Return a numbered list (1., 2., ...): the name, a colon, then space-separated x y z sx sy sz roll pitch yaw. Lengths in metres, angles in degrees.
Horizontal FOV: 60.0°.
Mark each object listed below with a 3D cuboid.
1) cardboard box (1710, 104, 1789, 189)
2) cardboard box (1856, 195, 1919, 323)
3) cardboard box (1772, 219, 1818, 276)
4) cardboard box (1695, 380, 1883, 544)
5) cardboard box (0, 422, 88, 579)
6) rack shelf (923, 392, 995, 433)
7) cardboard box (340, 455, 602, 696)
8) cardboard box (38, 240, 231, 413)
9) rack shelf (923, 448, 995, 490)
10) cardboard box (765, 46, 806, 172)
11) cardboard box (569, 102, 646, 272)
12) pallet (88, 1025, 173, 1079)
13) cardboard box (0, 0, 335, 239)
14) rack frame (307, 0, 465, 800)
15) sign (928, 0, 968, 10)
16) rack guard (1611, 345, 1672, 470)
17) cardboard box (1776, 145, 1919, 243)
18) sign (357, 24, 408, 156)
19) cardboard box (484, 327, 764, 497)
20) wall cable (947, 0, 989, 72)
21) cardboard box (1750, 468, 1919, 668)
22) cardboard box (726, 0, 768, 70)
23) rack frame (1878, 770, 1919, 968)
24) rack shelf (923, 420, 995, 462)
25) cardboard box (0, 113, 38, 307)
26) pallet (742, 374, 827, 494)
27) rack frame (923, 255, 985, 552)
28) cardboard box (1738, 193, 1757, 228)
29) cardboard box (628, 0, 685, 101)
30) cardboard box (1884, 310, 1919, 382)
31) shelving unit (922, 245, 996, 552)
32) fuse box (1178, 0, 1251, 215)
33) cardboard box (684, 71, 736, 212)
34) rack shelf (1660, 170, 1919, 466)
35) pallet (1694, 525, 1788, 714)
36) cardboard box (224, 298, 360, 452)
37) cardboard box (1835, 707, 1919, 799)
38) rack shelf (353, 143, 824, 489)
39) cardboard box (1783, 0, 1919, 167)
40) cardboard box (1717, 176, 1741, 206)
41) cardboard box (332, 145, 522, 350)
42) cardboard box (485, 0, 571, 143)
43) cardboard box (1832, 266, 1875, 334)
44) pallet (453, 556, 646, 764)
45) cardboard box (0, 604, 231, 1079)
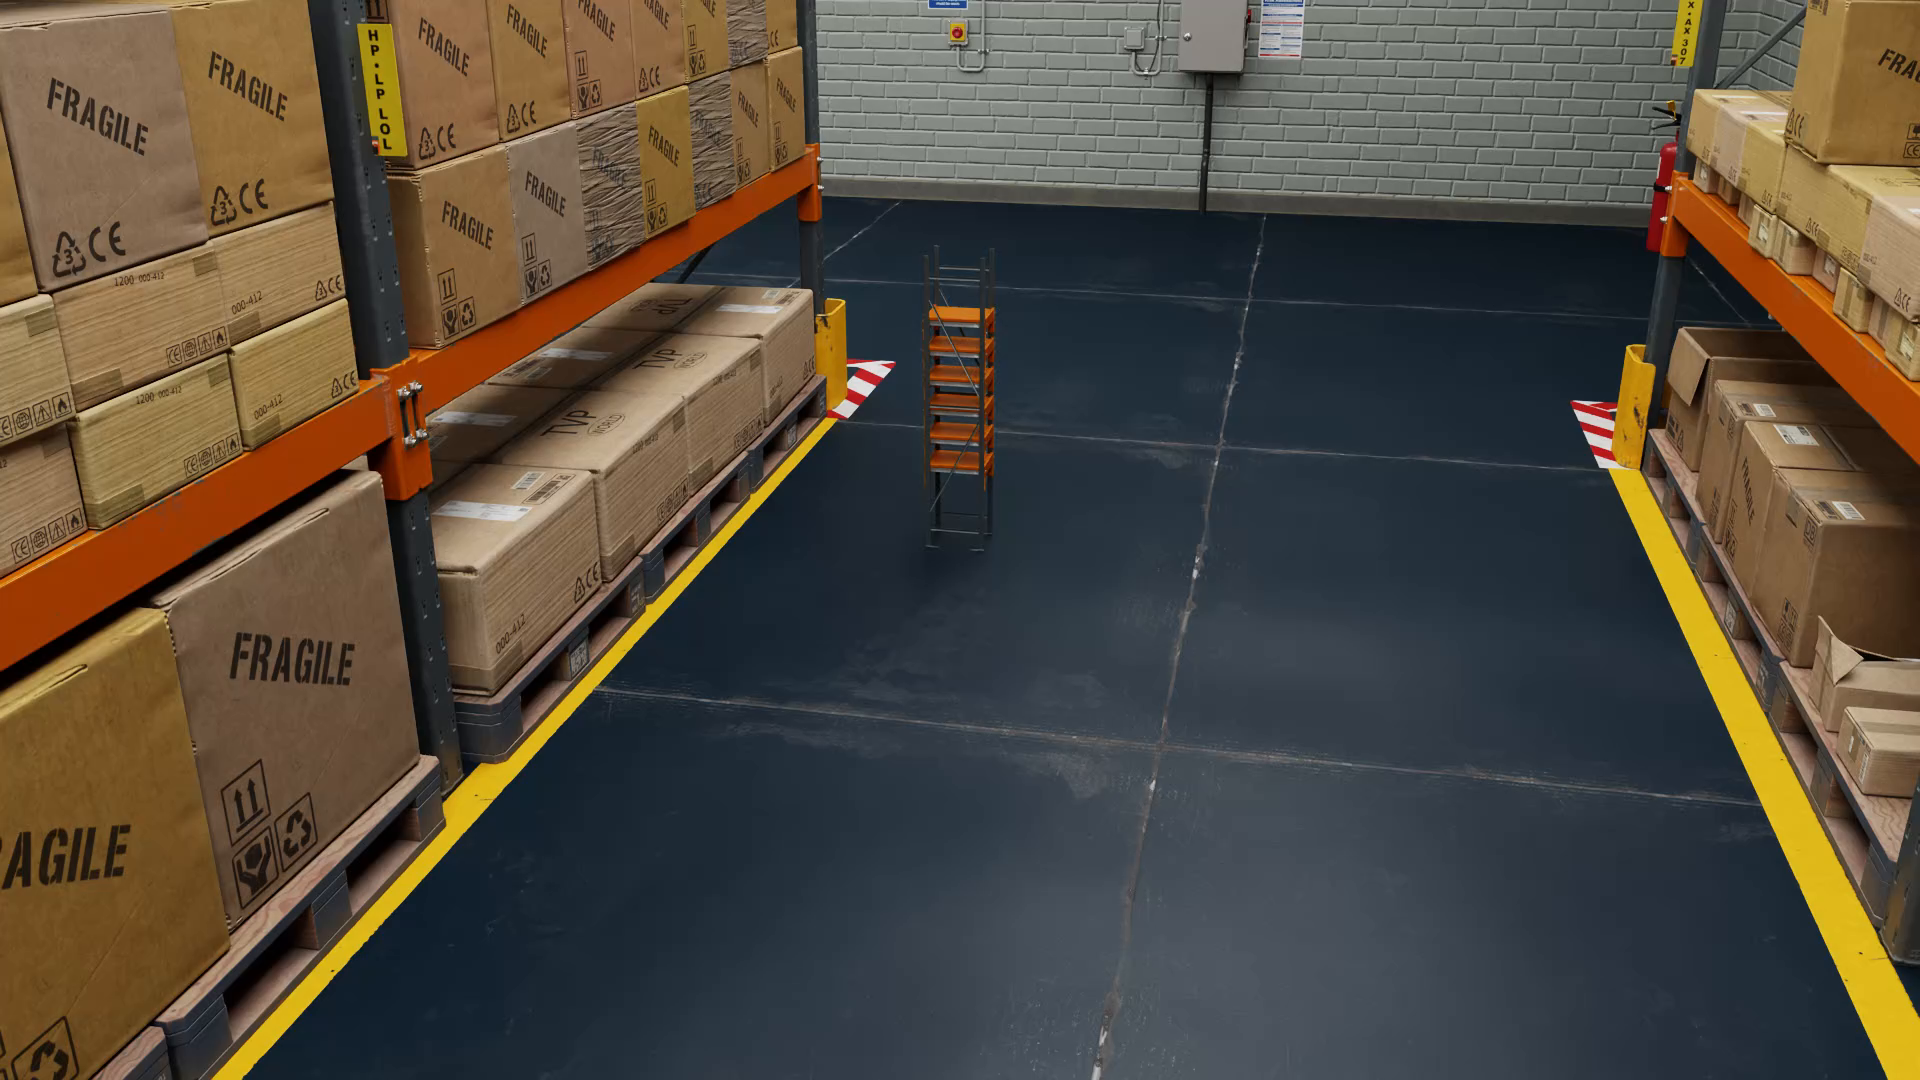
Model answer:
1. cardboard box: 3.210 -1.506 6.380 0.500 0.250 0.500 5 22 11
2. cardboard box: 2.806 -0.762 4.533 0.500 0.250 0.500 5 22 11
3. cardboard box: 2.988 -0.986 5.623 0.380 0.149 0.250 5 22 12
4. cardboard box: 3.239 -0.276 6.308 0.700 0.500 0.500 5 23 13
5. cardboard box: -2.078 -0.059 3.186 0.500 0.250 0.500 4 22 9
6. rack shelf: -0.003 -0.510 6.633 0.258 0.103 0.180 4 22 11
7. cardboard box: -1.774 0.091 5.480 0.875 0.438 0.875 4 22 10
8. cardboard box: -1.954 -0.480 3.563 0.500 0.250 0.500 5 22 12
9. rack shelf: -0.003 -0.287 6.723 0.258 0.103 0.180 4 22 11
10. cardboard box: -1.030 -1.994 7.656 0.500 0.500 0.500 5 22 11
11. cardboard box: -1.440 -1.244 5.795 0.500 0.500 0.500 5 22 11
12. pallet: -2.337 1.348 3.225 1.003 0.211 1.213 4 22 11
13. cardboard box: -1.852 -1.009 3.871 0.500 0.500 0.500 5 23 13
14. rack frame: -2.007 -0.681 4.530 1.000 3.000 0.127 4 22 11
15. sign: -0.098 -4.360 13.301 0.327 0.218 0.001 4 22 11
16. rack guard: 3.654 -0.580 7.624 1.175 0.500 0.348 4 22 11
17. cardboard box: 3.027 -1.131 5.450 0.500 0.250 0.500 4 22 10
18. sign: -1.474 -1.144 4.235 0.100 0.325 0.005 4 22 11
19. cardboard box: -1.406 -0.566 7.112 0.875 0.438 0.875 5 22 12
20. wall cable: -0.063 -4.694 13.092 0.585 1.953 0.123 4 22 11
21. cardboard box: 3.027 0.103 5.366 0.700 0.500 0.500 4 22 9
22. cardboard box: -1.134 -2.267 6.994 0.500 0.500 0.500 5 22 11
23. rack frame: 2.853 -0.304 3.594 1.000 3.000 0.127 4 22 11
24. rack shelf: -0.003 -0.399 6.678 0.258 0.103 0.180 4 22 11
25. cardboard box: -2.073 -0.635 2.943 0.500 0.500 0.500 5 23 13
26. pallet: -1.277 -0.552 7.942 1.003 0.211 1.213 4 22 11
27. rack frame: -0.022 -0.518 6.533 0.240 1.200 0.006 4 22 11
28. cardboard box: 3.196 -1.268 6.324 0.380 0.149 0.250 5 23 13
29. cardboard box: -1.342 -1.902 6.089 0.500 0.500 0.500 4 22 11
30. cardboard box: 2.732 -0.517 4.459 0.380 0.149 0.250 5 22 12
31. shelving unit: -0.003 -0.551 6.616 0.258 1.200 0.189 4 22 11
32. fuse box: 1.964 -3.397 12.998 0.539 1.711 0.414 4 22 11
33. cardboard box: -1.242 -1.623 6.734 0.500 0.500 0.500 5 22 12
34. rack shelf: 3.261 -0.702 5.544 1.077 0.370 4.000 4 22 11
35. pallet: 3.241 0.291 5.850 1.003 0.211 1.213 4 22 11
36. cardboard box: -1.852 -0.428 4.103 0.500 0.250 0.500 4 22 10
37. cardboard box: 2.679 0.597 4.610 0.380 0.149 0.250 4 22 9
38. rack shelf: -1.599 -1.079 6.481 1.077 0.370 4.000 4 22 11
39. cardboard box: 3.007 -1.489 5.335 0.500 0.500 0.500 5 22 12
40. cardboard box: 3.327 -1.455 6.787 0.380 0.149 0.250 5 22 12
41. cardboard box: -1.655 -0.879 4.888 0.500 0.500 0.500 5 23 13
42. cardboard box: -1.563 -1.531 5.169 0.500 0.500 0.500 4 22 10
43. cardboard box: 2.837 -0.707 4.930 0.380 0.149 0.250 4 22 10
44. pallet: -1.775 0.340 5.727 1.003 0.211 1.213 4 22 11
45. cardboard box: -2.232 0.673 3.449 0.875 0.875 0.875 5 22 12
